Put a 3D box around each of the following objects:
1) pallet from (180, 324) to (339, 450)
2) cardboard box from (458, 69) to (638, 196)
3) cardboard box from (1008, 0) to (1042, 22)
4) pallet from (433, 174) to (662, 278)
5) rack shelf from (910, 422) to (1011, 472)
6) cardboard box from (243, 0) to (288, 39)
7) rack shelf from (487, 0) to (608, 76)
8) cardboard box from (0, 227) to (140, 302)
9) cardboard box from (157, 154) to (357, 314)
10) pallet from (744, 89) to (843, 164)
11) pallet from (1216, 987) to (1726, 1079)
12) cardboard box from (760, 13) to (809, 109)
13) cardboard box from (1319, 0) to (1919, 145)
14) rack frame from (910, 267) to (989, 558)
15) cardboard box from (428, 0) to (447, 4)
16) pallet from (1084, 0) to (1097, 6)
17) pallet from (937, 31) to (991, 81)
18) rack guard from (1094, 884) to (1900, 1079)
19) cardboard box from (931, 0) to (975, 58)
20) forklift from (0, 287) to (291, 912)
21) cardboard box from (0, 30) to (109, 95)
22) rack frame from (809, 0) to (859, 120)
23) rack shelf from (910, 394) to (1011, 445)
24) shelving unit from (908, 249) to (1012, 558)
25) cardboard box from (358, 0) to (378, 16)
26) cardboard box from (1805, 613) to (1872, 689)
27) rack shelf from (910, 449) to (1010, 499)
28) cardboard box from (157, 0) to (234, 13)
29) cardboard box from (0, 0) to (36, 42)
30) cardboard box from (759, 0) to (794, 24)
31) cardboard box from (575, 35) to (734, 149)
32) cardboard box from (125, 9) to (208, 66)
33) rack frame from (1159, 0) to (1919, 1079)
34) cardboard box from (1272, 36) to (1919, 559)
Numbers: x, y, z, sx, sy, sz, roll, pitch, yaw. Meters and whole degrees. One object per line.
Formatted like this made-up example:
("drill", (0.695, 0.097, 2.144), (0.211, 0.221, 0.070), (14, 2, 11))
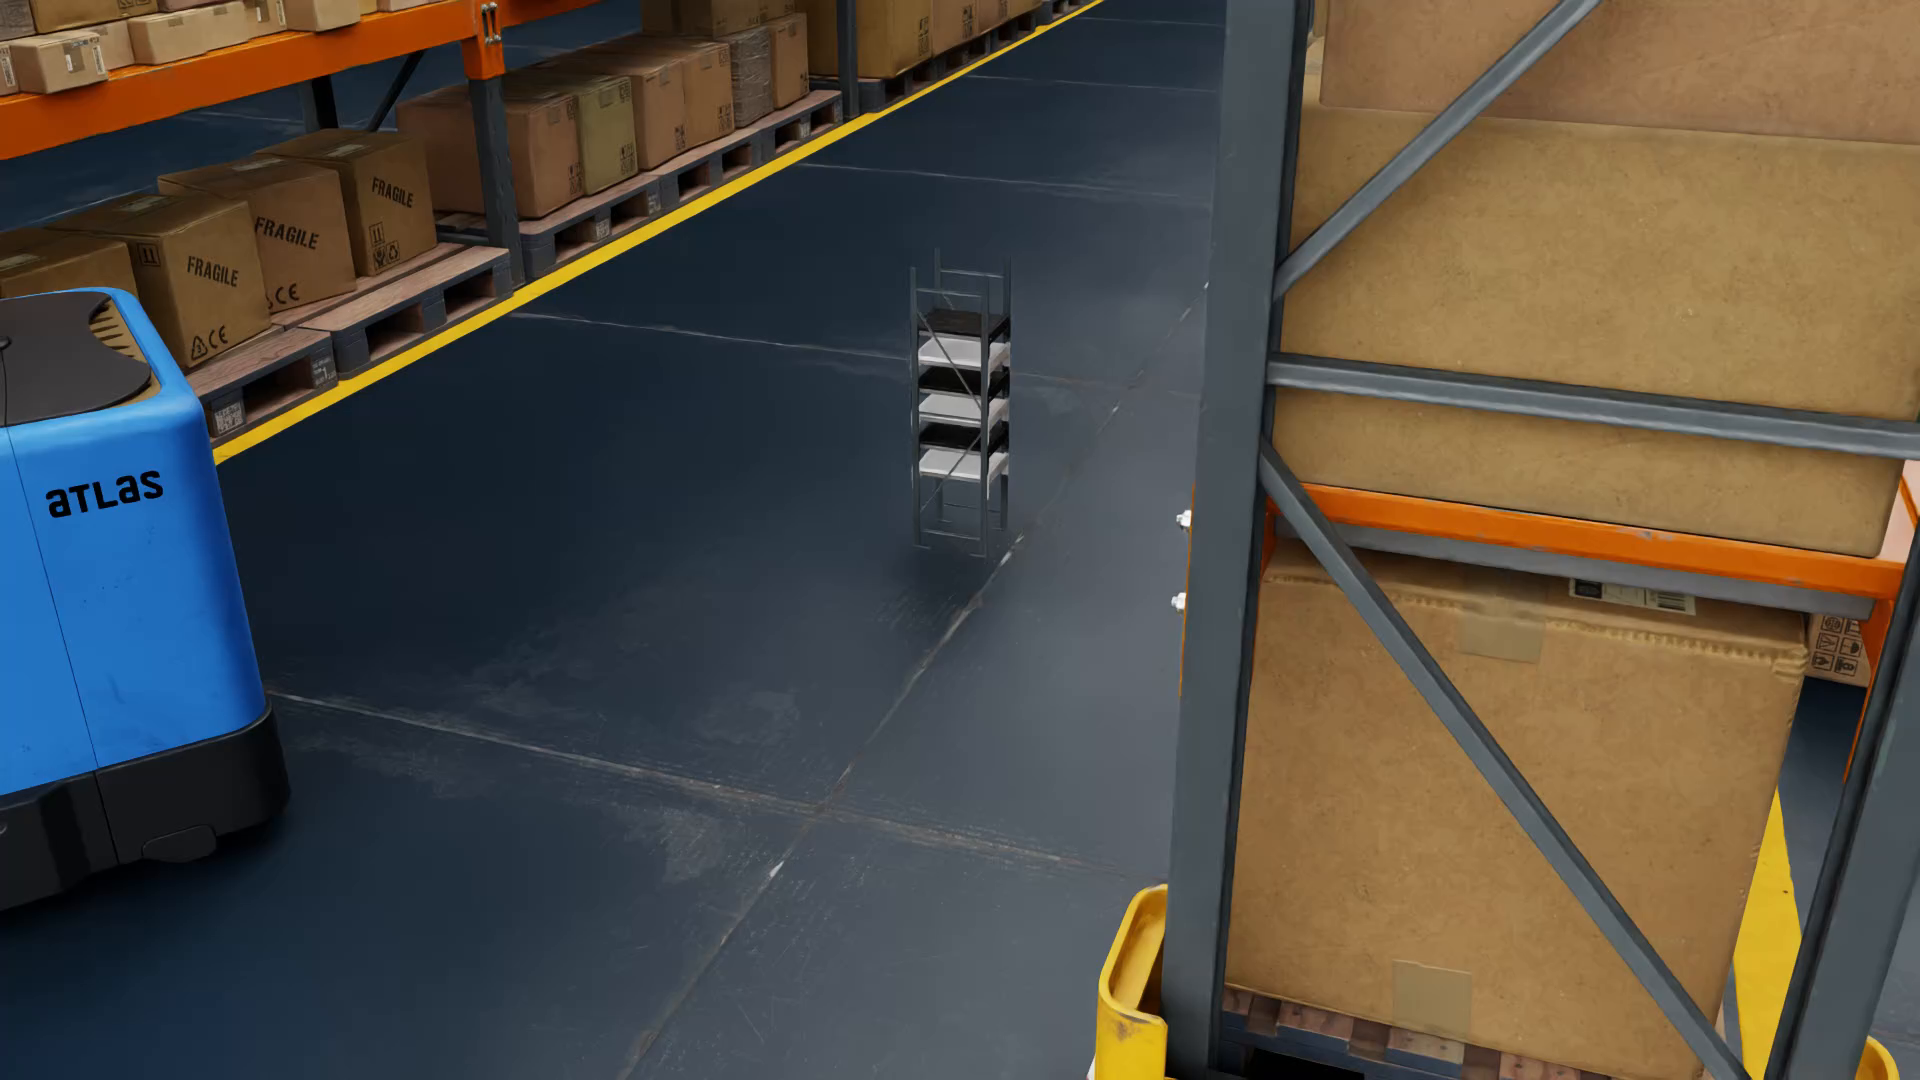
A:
("pallet", (-3.089, -0.533, 6.109), (1.003, 0.211, 1.213), (9, 27, 17))
("cardboard box", (-2.093, -2.088, 8.484), (0.700, 0.500, 0.500), (9, 27, 17))
("cardboard box", (-0.026, -4.827, 13.733), (1.225, 0.875, 0.875), (9, 27, 18))
("pallet", (-2.236, -1.638, 8.390), (1.003, 0.211, 1.213), (9, 27, 17))
("rack shelf", (0.003, -0.297, 5.115), (0.258, 0.077, 0.200), (9, 27, 17))
("cardboard box", (-2.706, -1.931, 6.084), (0.380, 0.149, 0.250), (9, 27, 17))
("rack shelf", (-1.829, -3.071, 8.975), (1.077, 0.370, 4.000), (9, 27, 17))
("cardboard box", (-3.209, -0.752, 5.748), (0.500, 0.500, 0.500), (11, 28, 22))
("cardboard box", (-2.848, -1.241, 6.758), (0.500, 0.500, 0.500), (19, 32, 34))
("pallet", (-1.424, -2.640, 10.461), (1.003, 0.211, 1.213), (9, 27, 17))
("pallet", (1.011, 0.747, 3.465), (1.003, 0.211, 1.213), (9, 27, 17))
("cardboard box", (-1.367, -3.011, 10.390), (0.700, 0.500, 0.500), (7, 27, 15))
("cardboard box", (0.978, -0.868, 2.190), (0.875, 0.550, 0.550), (9, 27, 17))
("rack frame", (-0.031, -0.367, 4.974), (0.240, 0.900, 0.006), (9, 27, 17))
("cardboard box", (-2.288, -2.328, 6.905), (0.380, 0.149, 0.250), (9, 27, 17))
("pallet", (0.899, -5.409, 16.180), (1.003, 0.211, 1.213), (9, 27, 17))
("pallet", (-0.422, -3.774, 12.802), (1.003, 0.211, 1.213), (9, 27, 17))
("rack guard", (0.810, 0.967, 2.679), (1.175, 0.500, 0.348), (9, 27, 17))
("cardboard box", (-0.610, -4.095, 12.221), (1.225, 0.875, 0.875), (9, 27, 18))
("forklift", (-3.069, -0.474, 2.866), (3.031, 2.935, 1.130), (-15, 30, -29))
("cardboard box", (-2.915, -1.501, 5.195), (0.380, 0.149, 0.250), (9, 27, 17))
("rack frame", (-1.163, -4.216, 10.516), (1.000, 3.000, 0.127), (9, 27, 17))
("rack shelf", (0.003, -0.378, 5.075), (0.258, 0.077, 0.200), (9, 27, 17))
("shelving unit", (0.003, -0.408, 5.061), (0.258, 0.900, 0.210), (9, 27, 17))
("cardboard box", (-2.520, -2.133, 6.502), (0.380, 0.149, 0.250), (9, 27, 17))
("cardboard box", (2.601, 0.099, 4.469), (0.500, 0.500, 0.500), (14, 29, 26))
("rack shelf", (0.003, -0.216, 5.154), (0.258, 0.077, 0.200), (9, 27, 17))
("cardboard box", (-2.973, -2.155, 5.803), (0.875, 0.500, 0.500), (9, 27, 17))
("cardboard box", (-3.356, -1.752, 4.970), (0.875, 0.500, 0.500), (9, 27, 17))
("cardboard box", (-1.358, -3.347, 10.224), (0.500, 0.250, 0.500), (10, 28, 20))
("cardboard box", (-1.722, -2.547, 9.432), (0.700, 0.500, 0.500), (11, 28, 22))
("cardboard box", (-2.801, -1.714, 5.637), (0.380, 0.149, 0.250), (9, 27, 17))
("rack frame", (0.815, -0.168, 2.156), (0.949, 2.616, 0.053), (9, 27, 17))
("cardboard box", (0.899, -0.394, 2.451), (0.875, 0.550, 0.550), (9, 27, 17))
